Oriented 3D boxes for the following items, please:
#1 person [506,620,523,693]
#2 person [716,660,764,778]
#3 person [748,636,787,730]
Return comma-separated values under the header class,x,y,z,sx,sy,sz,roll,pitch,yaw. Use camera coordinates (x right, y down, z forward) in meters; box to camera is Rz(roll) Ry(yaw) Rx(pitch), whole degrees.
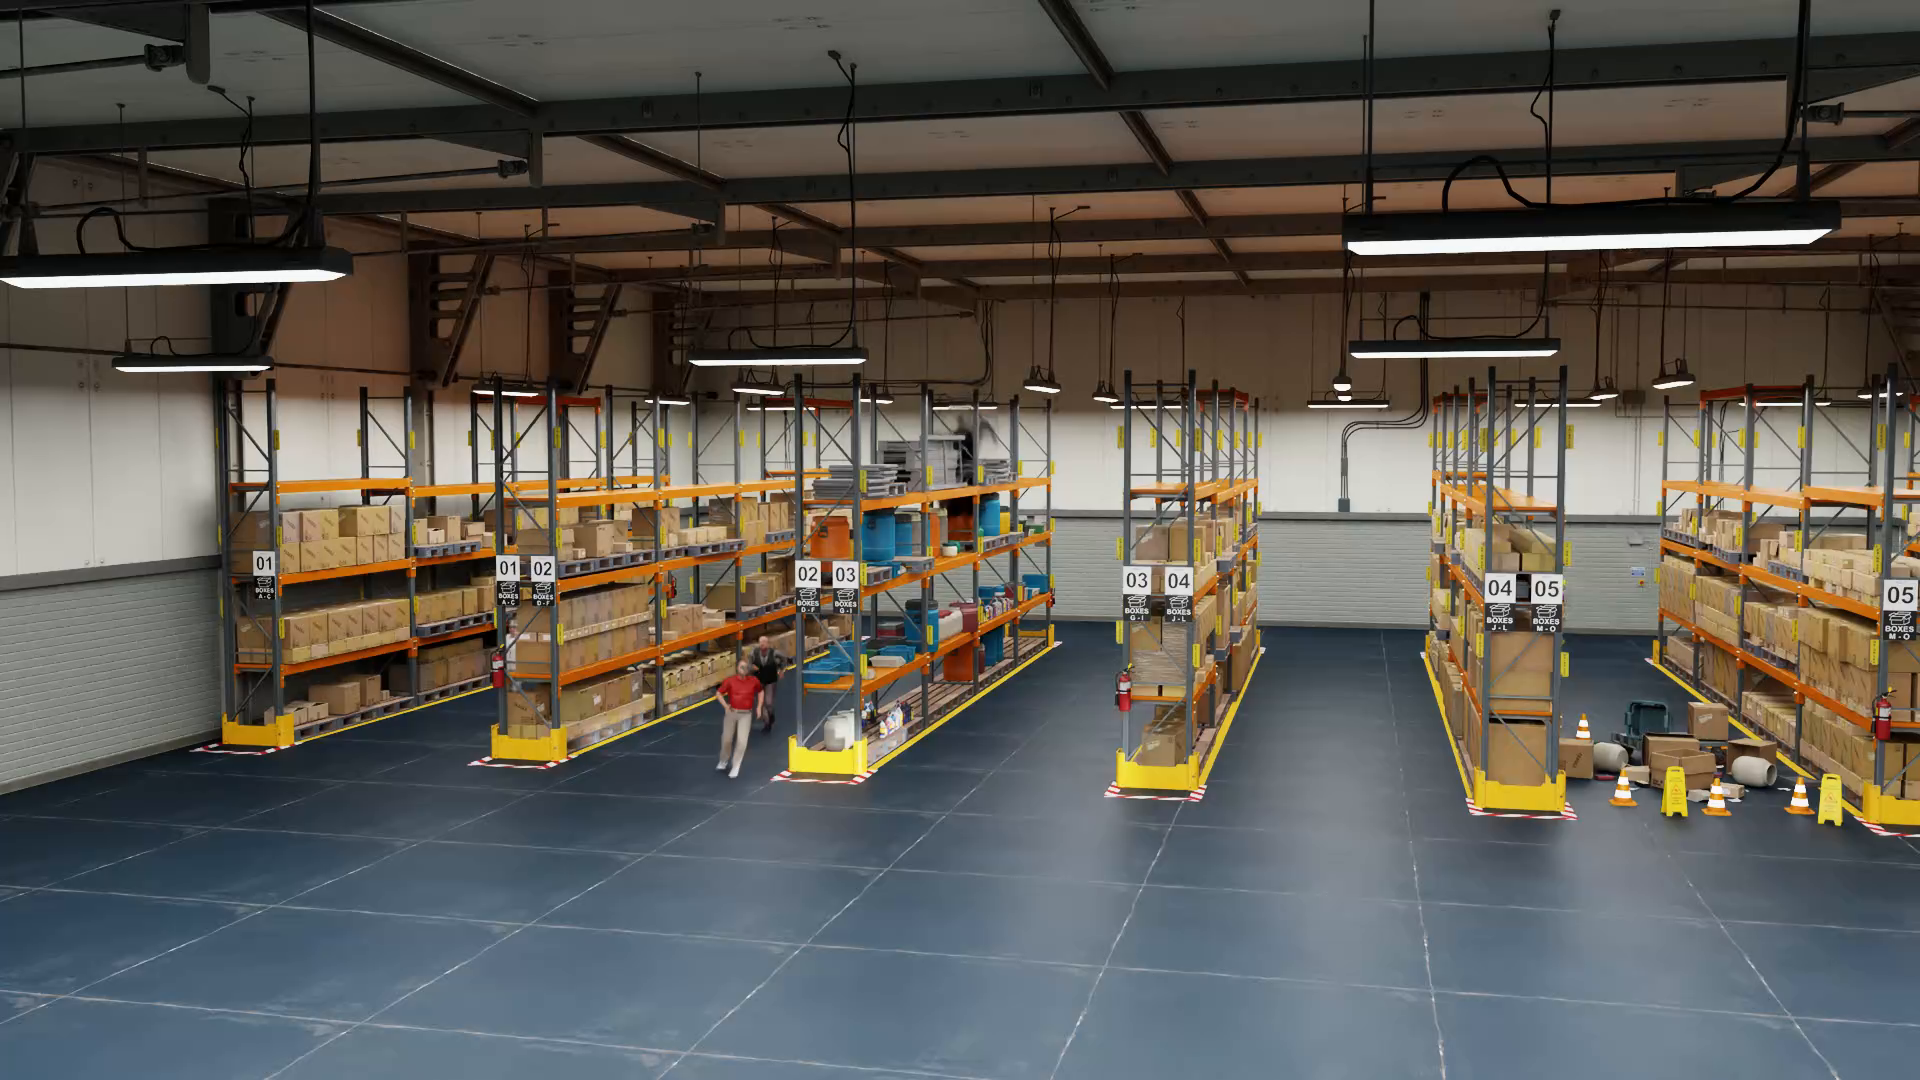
class,x,y,z,sx,sy,sz,roll,pitch,yaw
person,-8.119,2.319,30.264,0.715,1.745,0.572,1,3,9
person,-3.303,2.677,24.950,0.729,1.760,0.694,0,3,-6
person,-3.315,2.460,28.399,0.646,1.647,0.774,0,3,4
